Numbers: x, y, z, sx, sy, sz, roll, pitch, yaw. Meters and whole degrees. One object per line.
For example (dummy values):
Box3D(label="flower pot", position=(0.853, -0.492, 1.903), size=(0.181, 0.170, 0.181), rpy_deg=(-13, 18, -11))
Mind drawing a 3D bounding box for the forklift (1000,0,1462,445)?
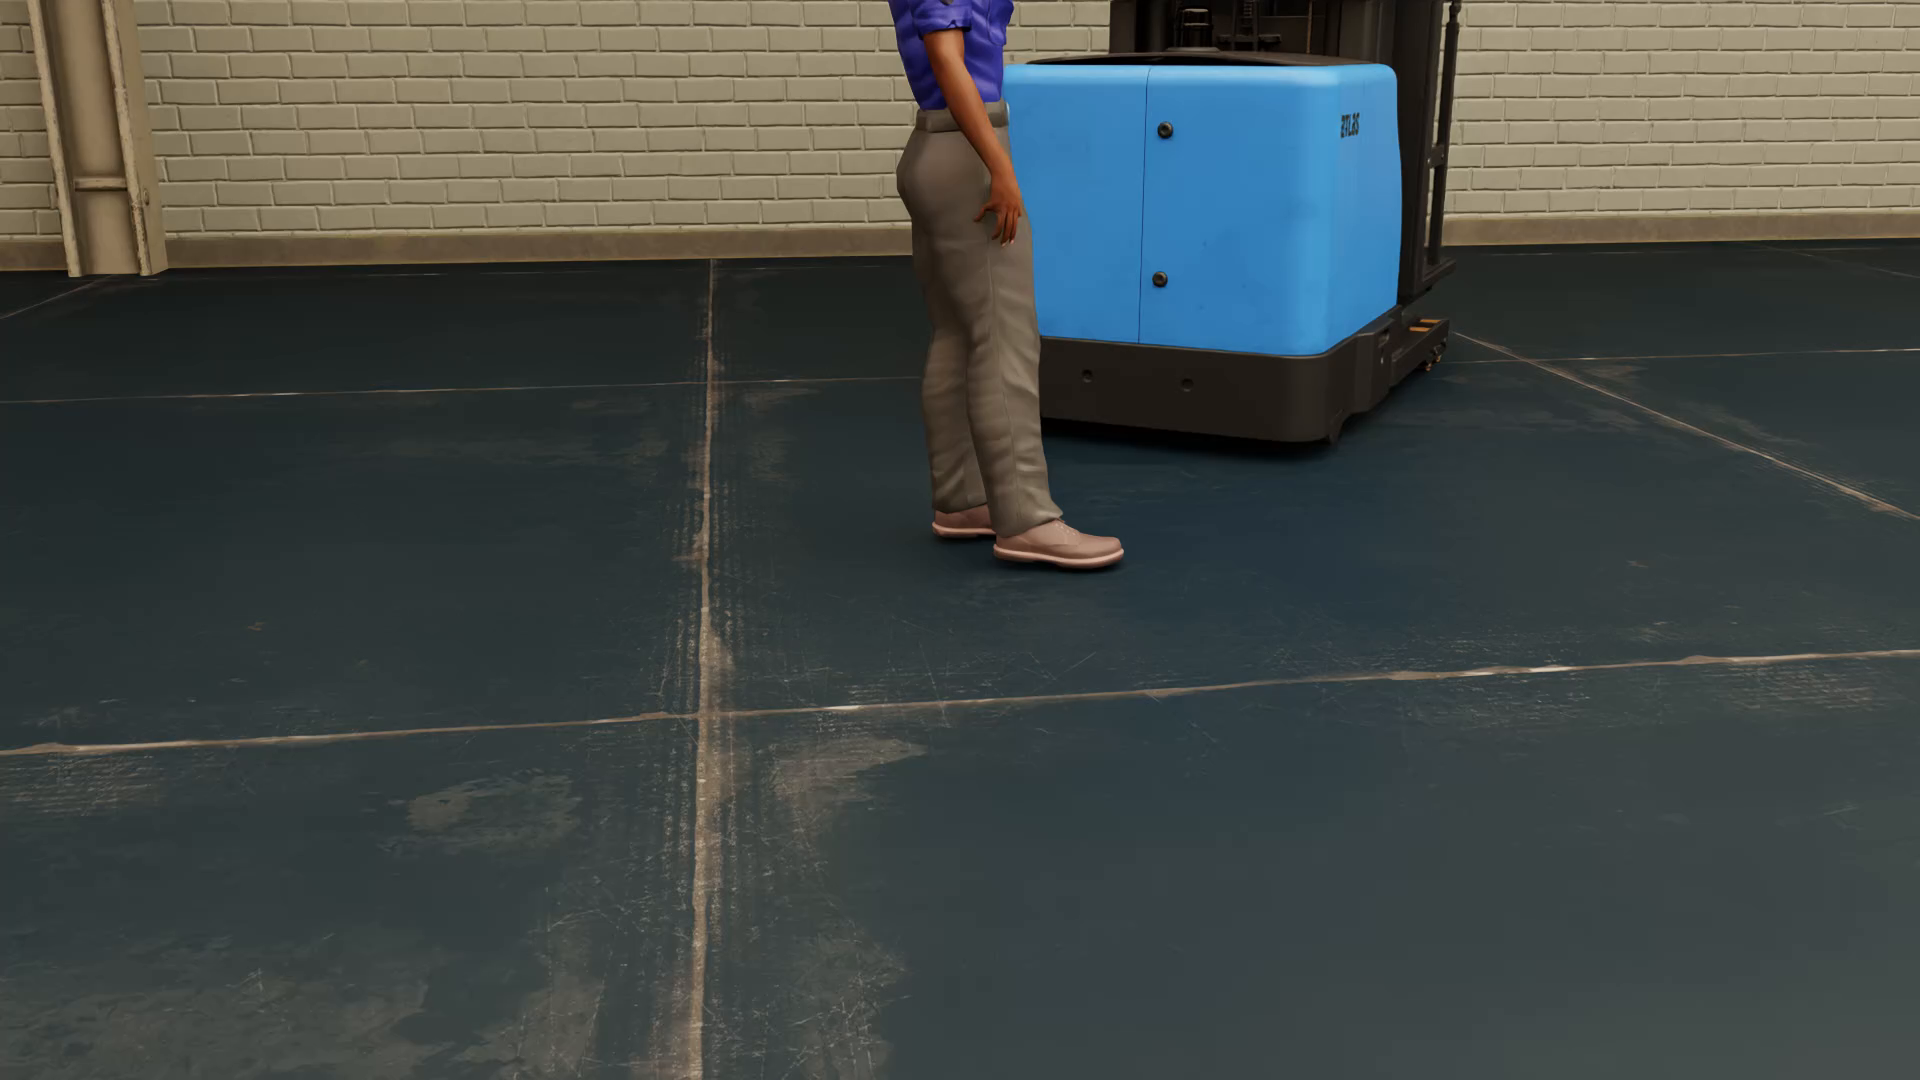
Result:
Box3D(label="forklift", position=(1.160, -2.053, 5.700), size=(1.130, 2.935, 3.031), rpy_deg=(8, 18, 24))

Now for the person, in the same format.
Box3D(label="person", position=(0.090, -0.797, 3.719), size=(0.502, 1.657, 0.570), rpy_deg=(-2, 17, -8))
